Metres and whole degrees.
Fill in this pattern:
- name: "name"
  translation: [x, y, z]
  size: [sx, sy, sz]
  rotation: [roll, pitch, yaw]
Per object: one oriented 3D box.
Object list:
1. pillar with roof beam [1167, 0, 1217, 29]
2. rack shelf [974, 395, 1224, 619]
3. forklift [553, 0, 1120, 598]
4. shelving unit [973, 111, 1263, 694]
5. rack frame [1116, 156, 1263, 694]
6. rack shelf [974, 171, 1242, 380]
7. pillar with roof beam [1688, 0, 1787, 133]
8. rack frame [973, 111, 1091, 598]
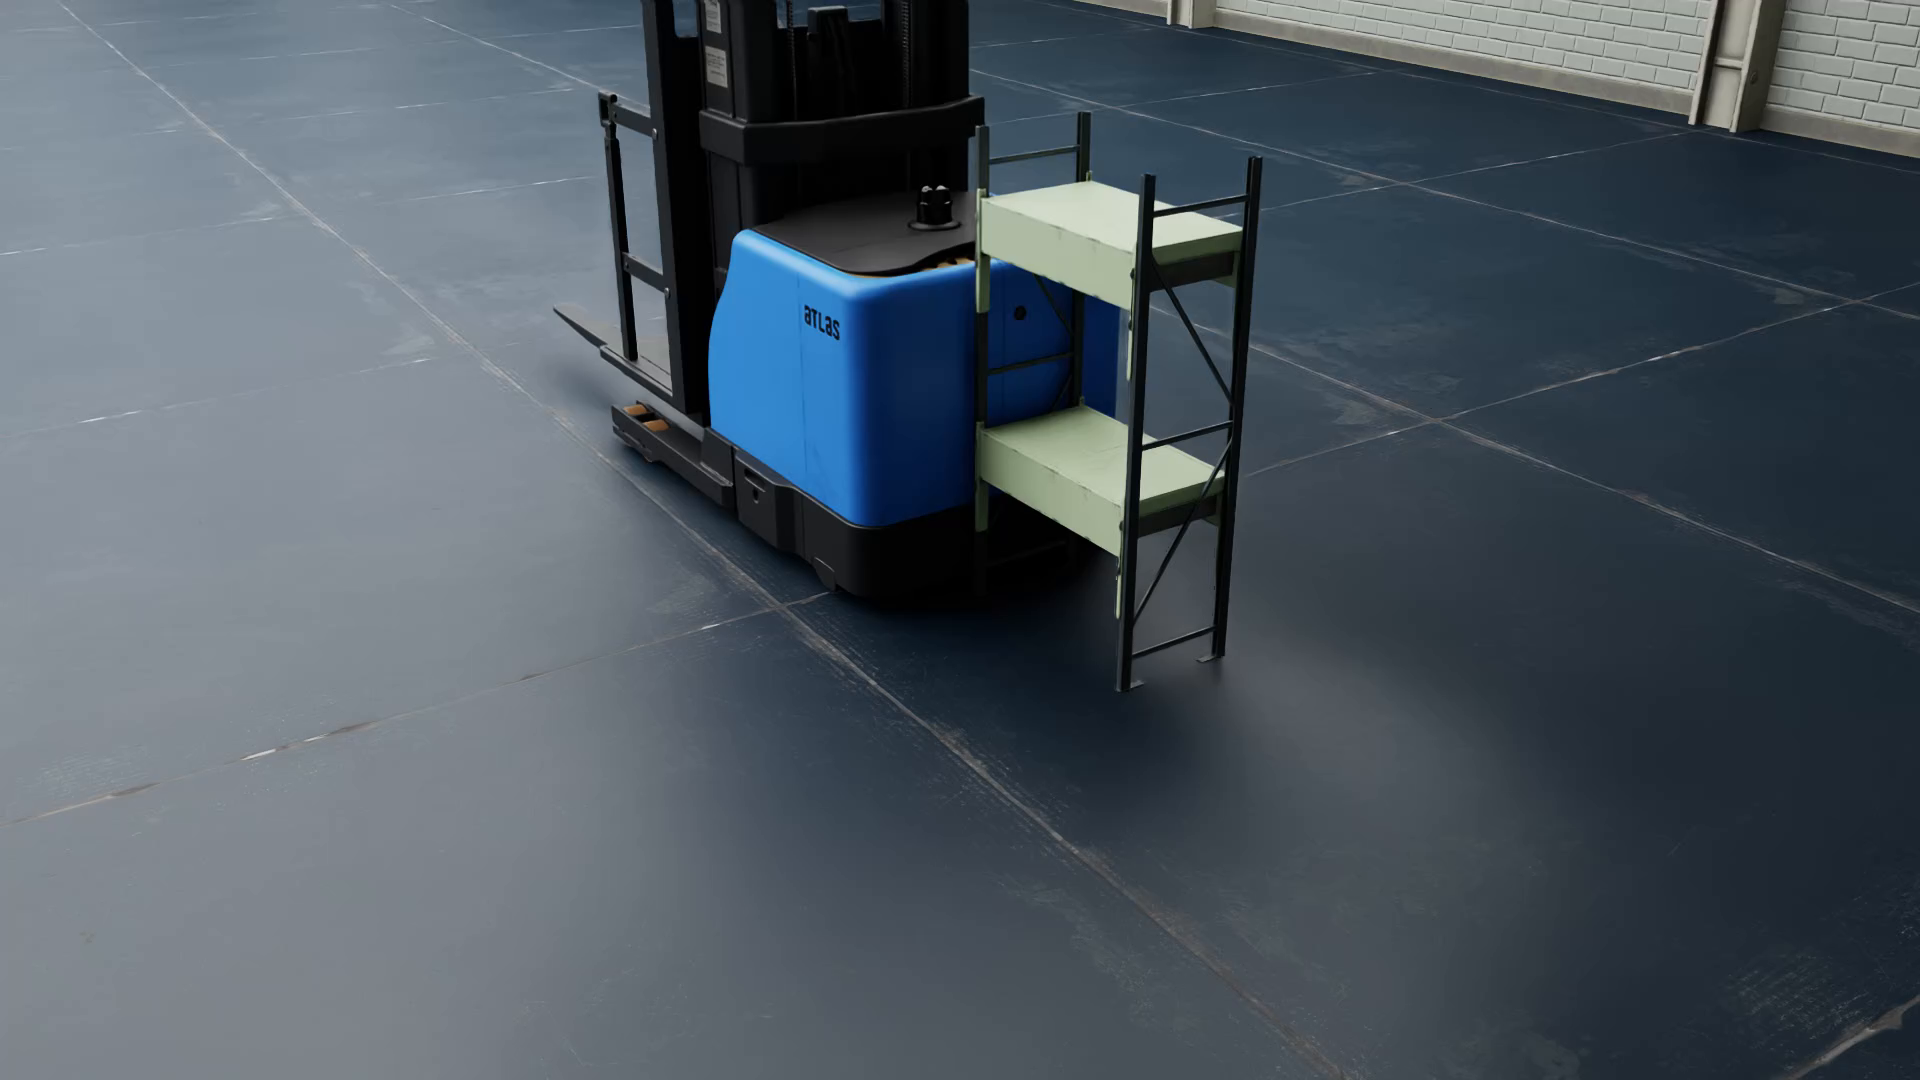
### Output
- name: "pillar with roof beam"
  translation: [-1.286, -8.245, 12.675]
  size: [9.100, 9.000, 0.400]
  rotation: [-16, 29, -30]
- name: "rack shelf"
  translation: [0.420, -0.119, 5.008]
  size: [0.431, 0.370, 0.720]
  rotation: [-16, 30, -30]
- name: "forklift"
  translation: [-0.705, -1.721, 5.963]
  size: [1.130, 2.935, 3.031]
  rotation: [-16, 30, -30]
- name: "shelving unit"
  translation: [0.420, -0.413, 4.869]
  size: [0.431, 1.500, 0.755]
  rotation: [-16, 30, -30]
- name: "rack frame"
  translation: [0.624, -0.284, 4.594]
  size: [0.400, 1.500, 0.023]
  rotation: [-16, 30, -30]
- name: "rack shelf"
  translation: [0.420, -0.766, 4.702]
  size: [0.431, 0.370, 0.720]
  rotation: [-16, 30, -30]
- name: "pillar with roof beam"
  translation: [1.990, -6.099, 8.129]
  size: [9.100, 9.000, 0.400]
  rotation: [-16, 29, -30]
- name: "rack frame"
  translation: [0.215, -0.543, 5.143]
  size: [0.400, 1.500, 0.023]
  rotation: [-16, 30, -30]
